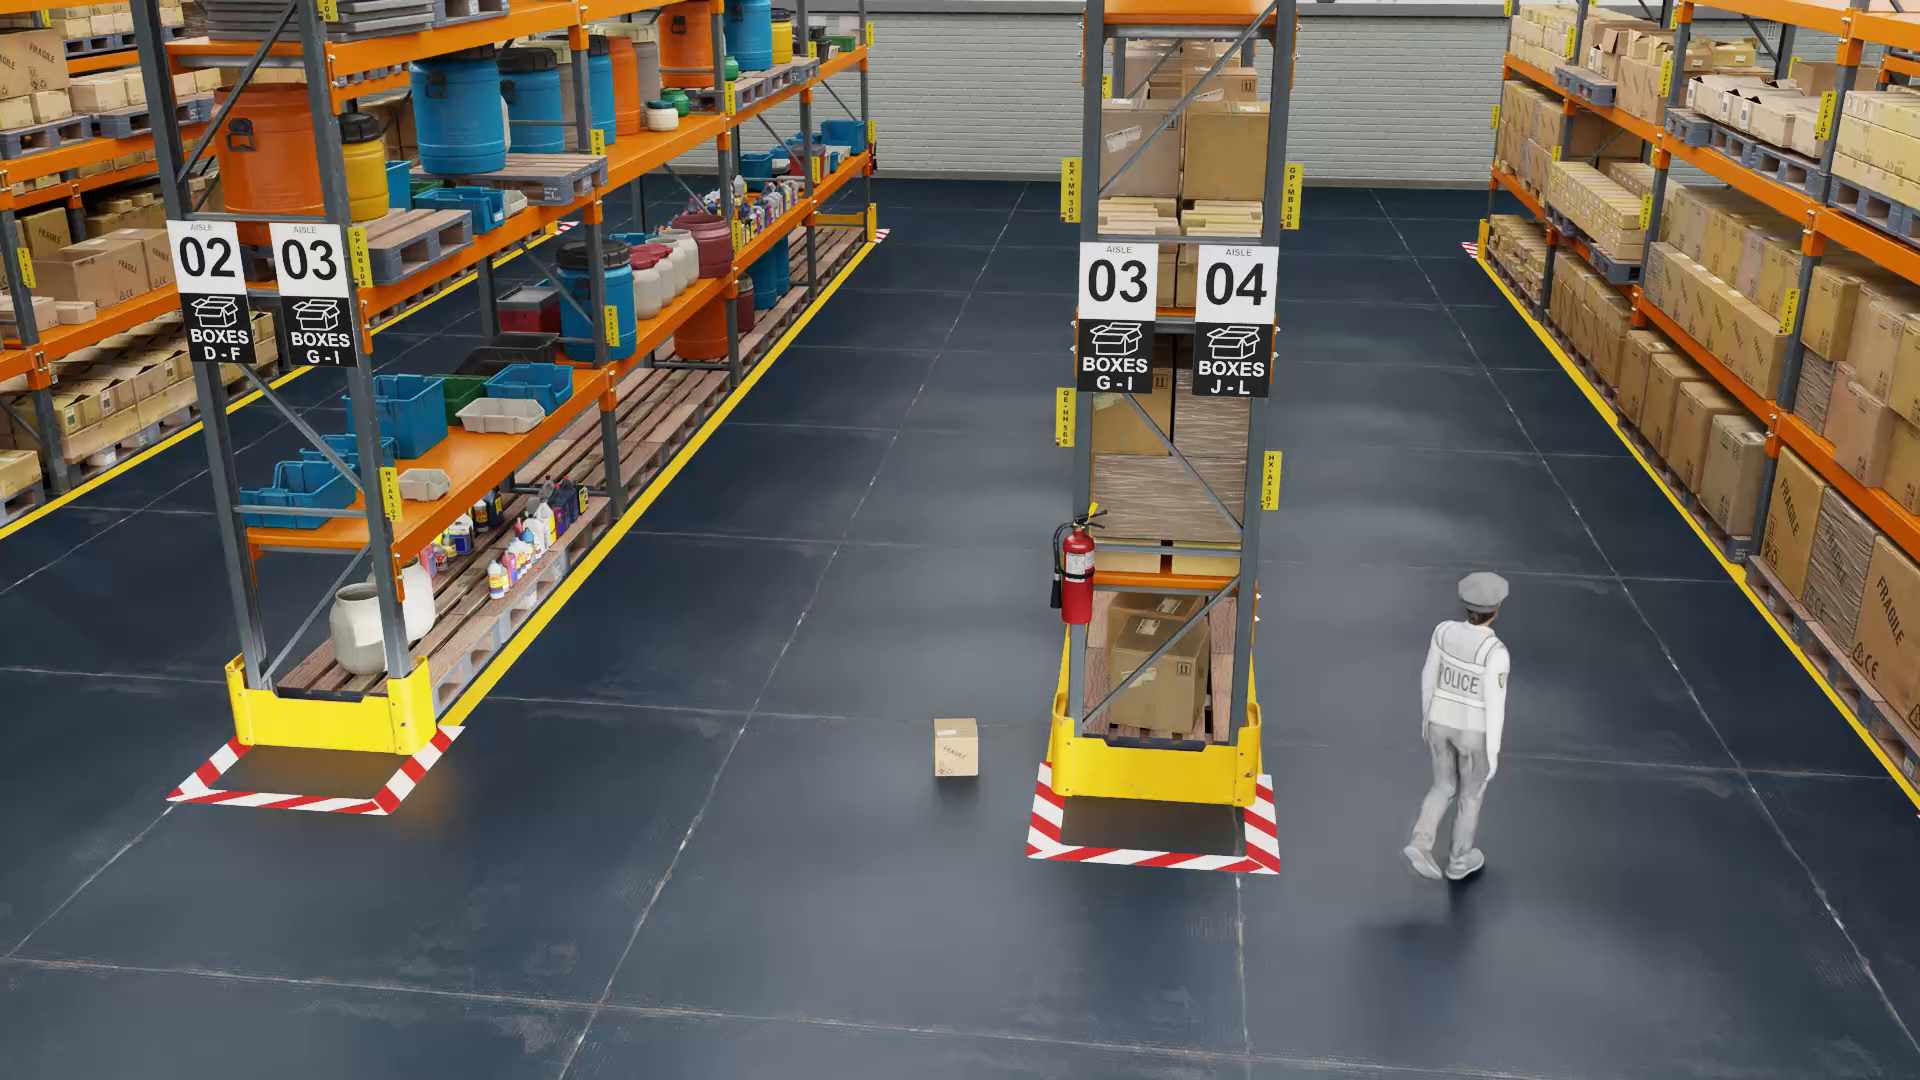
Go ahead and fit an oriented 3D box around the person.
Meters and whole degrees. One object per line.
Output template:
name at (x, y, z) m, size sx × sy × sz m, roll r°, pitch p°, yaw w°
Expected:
person at (2.512, 0.987, 8.503) m, size 0.579 × 1.654 × 0.530 m, roll -18°, pitch 27°, yaw -38°
